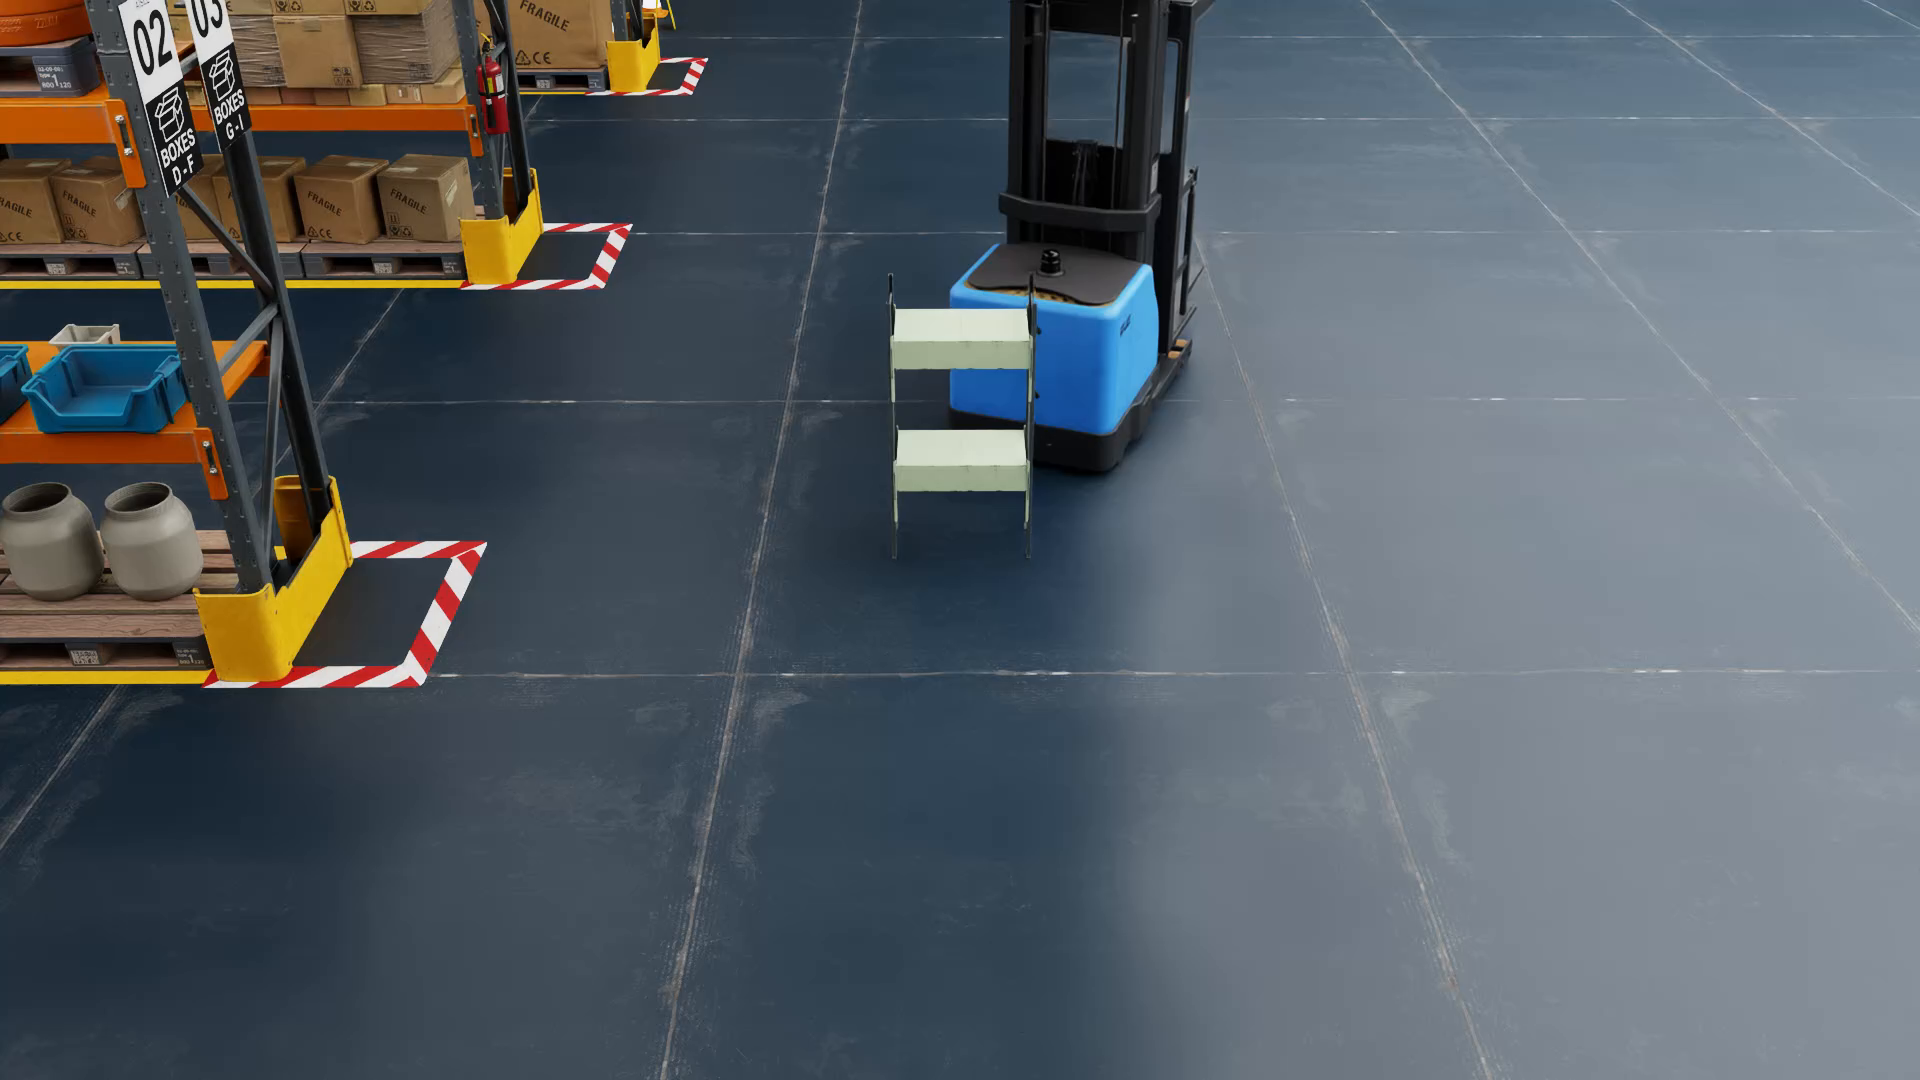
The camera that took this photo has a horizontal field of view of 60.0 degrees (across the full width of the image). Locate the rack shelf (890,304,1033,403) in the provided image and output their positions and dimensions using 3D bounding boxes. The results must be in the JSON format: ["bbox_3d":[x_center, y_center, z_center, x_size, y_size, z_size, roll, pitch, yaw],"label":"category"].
[{"bbox_3d":[0.007,-0.975,8.659,0.720,0.370,0.431,0,31,0],"label":"rack shelf"}]

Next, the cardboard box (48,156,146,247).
[{"bbox_3d":[-6.456,-2.572,12.603,0.500,0.500,0.500,10,33,15],"label":"cardboard box"}]

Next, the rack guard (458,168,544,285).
[{"bbox_3d":[-3.505,-2.419,12.755,0.348,0.500,1.175,0,31,0],"label":"rack guard"}]

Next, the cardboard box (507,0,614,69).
[{"bbox_3d":[-4.036,-5.296,16.730,0.875,0.875,0.875,0,31,0],"label":"cardboard box"}]

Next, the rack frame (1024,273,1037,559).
[{"bbox_3d":[0.373,-0.642,8.863,0.023,1.500,0.400,0,31,0],"label":"rack frame"}]

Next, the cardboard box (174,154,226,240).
[{"bbox_3d":[-5.836,-2.615,12.673,0.500,0.500,0.500,-3,31,-5],"label":"cardboard box"}]

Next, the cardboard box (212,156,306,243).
[{"bbox_3d":[-5.277,-2.594,12.638,0.500,0.500,0.500,3,31,4],"label":"cardboard box"}]

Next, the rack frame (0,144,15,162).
[{"bbox_3d":[-7.429,-3.475,12.086,0.127,3.000,1.000,0,31,0],"label":"rack frame"}]

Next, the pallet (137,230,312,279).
[{"bbox_3d":[-5.535,-2.309,12.852,1.213,0.211,1.003,0,31,0],"label":"pallet"}]

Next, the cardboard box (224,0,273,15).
[{"bbox_3d":[-4.977,-3.951,11.522,0.500,0.500,0.500,0,31,0],"label":"cardboard box"}]

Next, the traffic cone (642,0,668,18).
[{"bbox_3d":[-3.564,-6.298,19.185,0.334,0.463,0.336,0,31,0],"label":"traffic cone"}]

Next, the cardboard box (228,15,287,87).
[{"bbox_3d":[-4.979,-3.627,11.954,0.500,0.500,0.875,0,31,0],"label":"cardboard box"}]

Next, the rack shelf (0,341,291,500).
[{"bbox_3d":[-5.399,-0.605,8.049,4.000,0.370,1.077,0,31,0],"label":"rack shelf"}]

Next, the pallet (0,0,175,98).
[{"bbox_3d":[-4.227,-2.168,7.223,1.213,0.211,1.003,0,31,0],"label":"pallet"}]

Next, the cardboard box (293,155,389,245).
[{"bbox_3d":[-4.651,-2.586,12.625,0.500,0.500,0.500,8,32,13],"label":"cardboard box"}]

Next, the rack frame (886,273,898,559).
[{"bbox_3d":[-0.359,-0.640,8.859,0.023,1.500,0.400,0,31,0],"label":"rack frame"}]

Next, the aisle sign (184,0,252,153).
[{"bbox_3d":[-3.329,-2.182,7.449,0.004,0.787,0.394,0,31,0],"label":"aisle sign"}]

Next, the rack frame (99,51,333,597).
[{"bbox_3d":[-3.399,-0.919,7.872,0.127,3.000,1.000,0,31,0],"label":"rack frame"}]

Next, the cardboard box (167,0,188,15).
[{"bbox_3d":[-5.478,-3.953,11.527,0.500,0.500,0.500,0,31,0],"label":"cardboard box"}]

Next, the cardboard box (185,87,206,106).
[{"bbox_3d":[-5.463,-3.249,11.955,0.250,0.149,0.380,0,31,0],"label":"cardboard box"}]

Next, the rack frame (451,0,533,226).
[{"bbox_3d":[-3.429,-3.488,12.107,0.127,3.000,1.000,0,31,0],"label":"rack frame"}]

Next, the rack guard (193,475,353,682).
[{"bbox_3d":[-3.475,0.175,8.480,0.348,0.500,1.175,0,31,0],"label":"rack guard"}]

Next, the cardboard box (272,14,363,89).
[{"bbox_3d":[-4.478,-3.606,11.919,0.500,0.500,0.875,0,31,0],"label":"cardboard box"}]

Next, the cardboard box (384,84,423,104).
[{"bbox_3d":[-3.963,-3.272,11.993,0.250,0.149,0.380,0,31,0],"label":"cardboard box"}]

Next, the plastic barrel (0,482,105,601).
[{"bbox_3d":[-4.558,0.009,8.337,0.421,0.512,0.421,0,31,0],"label":"plastic barrel"}]

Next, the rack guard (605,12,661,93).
[{"bbox_3d":[-3.334,-4.992,16.996,0.348,0.500,1.175,0,31,0],"label":"rack guard"}]

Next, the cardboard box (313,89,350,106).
[{"bbox_3d":[-4.463,-3.252,11.960,0.250,0.149,0.380,0,31,0],"label":"cardboard box"}]

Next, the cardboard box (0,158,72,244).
[{"bbox_3d":[-7.029,-2.567,12.594,0.500,0.500,0.500,-1,31,-2],"label":"cardboard box"}]

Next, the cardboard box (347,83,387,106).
[{"bbox_3d":[-4.212,-3.244,11.948,0.250,0.149,0.380,0,31,0],"label":"cardboard box"}]

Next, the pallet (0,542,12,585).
[{"bbox_3d":[-5.504,0.300,8.552,1.213,0.211,1.003,0,31,0],"label":"pallet"}]

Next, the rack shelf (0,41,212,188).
[{"bbox_3d":[-5.399,-1.887,7.271,4.000,0.370,1.077,0,31,0],"label":"rack shelf"}]

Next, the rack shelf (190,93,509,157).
[{"bbox_3d":[-5.429,-3.174,12.283,4.000,0.370,1.077,0,31,0],"label":"rack shelf"}]

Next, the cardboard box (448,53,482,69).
[{"bbox_3d":[-3.715,-3.503,12.374,0.250,0.149,0.380,0,31,0],"label":"cardboard box"}]

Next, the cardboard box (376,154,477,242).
[{"bbox_3d":[-4.054,-2.605,12.657,0.500,0.500,0.500,5,32,9],"label":"cardboard box"}]

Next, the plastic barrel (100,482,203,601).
[{"bbox_3d":[-4.057,0.007,8.340,0.421,0.512,0.421,0,31,0],"label":"plastic barrel"}]

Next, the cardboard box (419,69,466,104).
[{"bbox_3d":[-3.713,-3.272,11.994,0.250,0.149,0.380,0,31,0],"label":"cardboard box"}]

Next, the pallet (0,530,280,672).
[{"bbox_3d":[-4.287,0.298,8.555,1.213,0.211,1.003,0,31,0],"label":"pallet"}]

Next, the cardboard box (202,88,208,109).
[{"bbox_3d":[-5.212,-3.213,11.896,0.250,0.149,0.380,0,31,0],"label":"cardboard box"}]

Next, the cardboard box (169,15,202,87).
[{"bbox_3d":[-5.479,-3.632,11.961,0.500,0.500,0.875,0,31,0],"label":"cardboard box"}]

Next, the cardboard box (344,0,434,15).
[{"bbox_3d":[-3.978,-3.955,11.530,0.500,0.500,0.500,0,31,0],"label":"cardboard box"}]

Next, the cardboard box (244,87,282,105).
[{"bbox_3d":[-4.963,-3.260,11.974,0.250,0.149,0.380,0,31,0],"label":"cardboard box"}]

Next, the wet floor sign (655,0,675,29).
[{"bbox_3d":[-3.341,-6.082,18.651,0.232,0.644,0.267,-5,32,-9],"label":"wet floor sign"}]

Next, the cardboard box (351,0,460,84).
[{"bbox_3d":[-3.979,-3.670,12.024,0.500,0.500,0.875,0,31,0],"label":"cardboard box"}]

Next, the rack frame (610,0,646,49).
[{"bbox_3d":[-3.358,-6.061,16.348,0.127,3.000,1.000,0,31,0],"label":"rack frame"}]

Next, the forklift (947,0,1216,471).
[{"bbox_3d":[0.923,-2.410,10.397,1.130,2.935,3.031,11,33,18],"label":"forklift"}]

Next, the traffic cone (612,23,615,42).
[{"bbox_3d":[-3.897,-5.711,18.217,0.334,0.463,0.336,0,31,0],"label":"traffic cone"}]

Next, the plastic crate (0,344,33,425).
[{"bbox_3d":[-4.547,-0.699,7.654,0.408,0.251,0.499,0,31,0],"label":"plastic crate"}]

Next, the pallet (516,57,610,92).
[{"bbox_3d":[-4.157,-4.826,17.000,1.213,0.211,1.003,0,31,0],"label":"pallet"}]

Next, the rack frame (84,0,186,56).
[{"bbox_3d":[-3.399,-3.483,6.316,0.127,3.000,1.000,0,31,0],"label":"rack frame"}]

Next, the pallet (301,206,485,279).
[{"bbox_3d":[-4.318,-2.311,12.856,1.213,0.211,1.003,0,31,0],"label":"pallet"}]

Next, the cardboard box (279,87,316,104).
[{"bbox_3d":[-4.713,-3.272,11.994,0.250,0.149,0.380,0,31,0],"label":"cardboard box"}]

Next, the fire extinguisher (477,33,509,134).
[{"bbox_3d":[-3.312,-3.216,11.734,0.183,0.674,0.296,0,31,0],"label":"fire extinguisher"}]

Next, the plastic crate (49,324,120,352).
[{"bbox_3d":[-4.296,-0.970,8.211,0.250,0.136,0.298,0,31,0],"label":"plastic crate"}]

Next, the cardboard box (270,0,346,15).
[{"bbox_3d":[-4.477,-3.951,11.523,0.500,0.500,0.500,0,31,0],"label":"cardboard box"}]

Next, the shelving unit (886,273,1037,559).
[{"bbox_3d":[0.007,-0.641,8.861,0.755,1.500,0.431,0,31,0],"label":"shelving unit"}]

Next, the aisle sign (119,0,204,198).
[{"bbox_3d":[-3.325,-1.876,6.944,0.004,0.787,0.394,0,31,0],"label":"aisle sign"}]

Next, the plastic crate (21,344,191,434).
[{"bbox_3d":[-3.898,-0.698,7.653,0.616,0.251,0.499,0,31,0],"label":"plastic crate"}]

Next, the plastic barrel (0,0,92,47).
[{"bbox_3d":[-3.884,-2.497,6.763,0.708,0.830,0.600,0,31,0],"label":"plastic barrel"}]

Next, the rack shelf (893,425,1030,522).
[{"bbox_3d":[0.007,-0.363,9.030,0.720,0.370,0.431,0,31,0],"label":"rack shelf"}]
